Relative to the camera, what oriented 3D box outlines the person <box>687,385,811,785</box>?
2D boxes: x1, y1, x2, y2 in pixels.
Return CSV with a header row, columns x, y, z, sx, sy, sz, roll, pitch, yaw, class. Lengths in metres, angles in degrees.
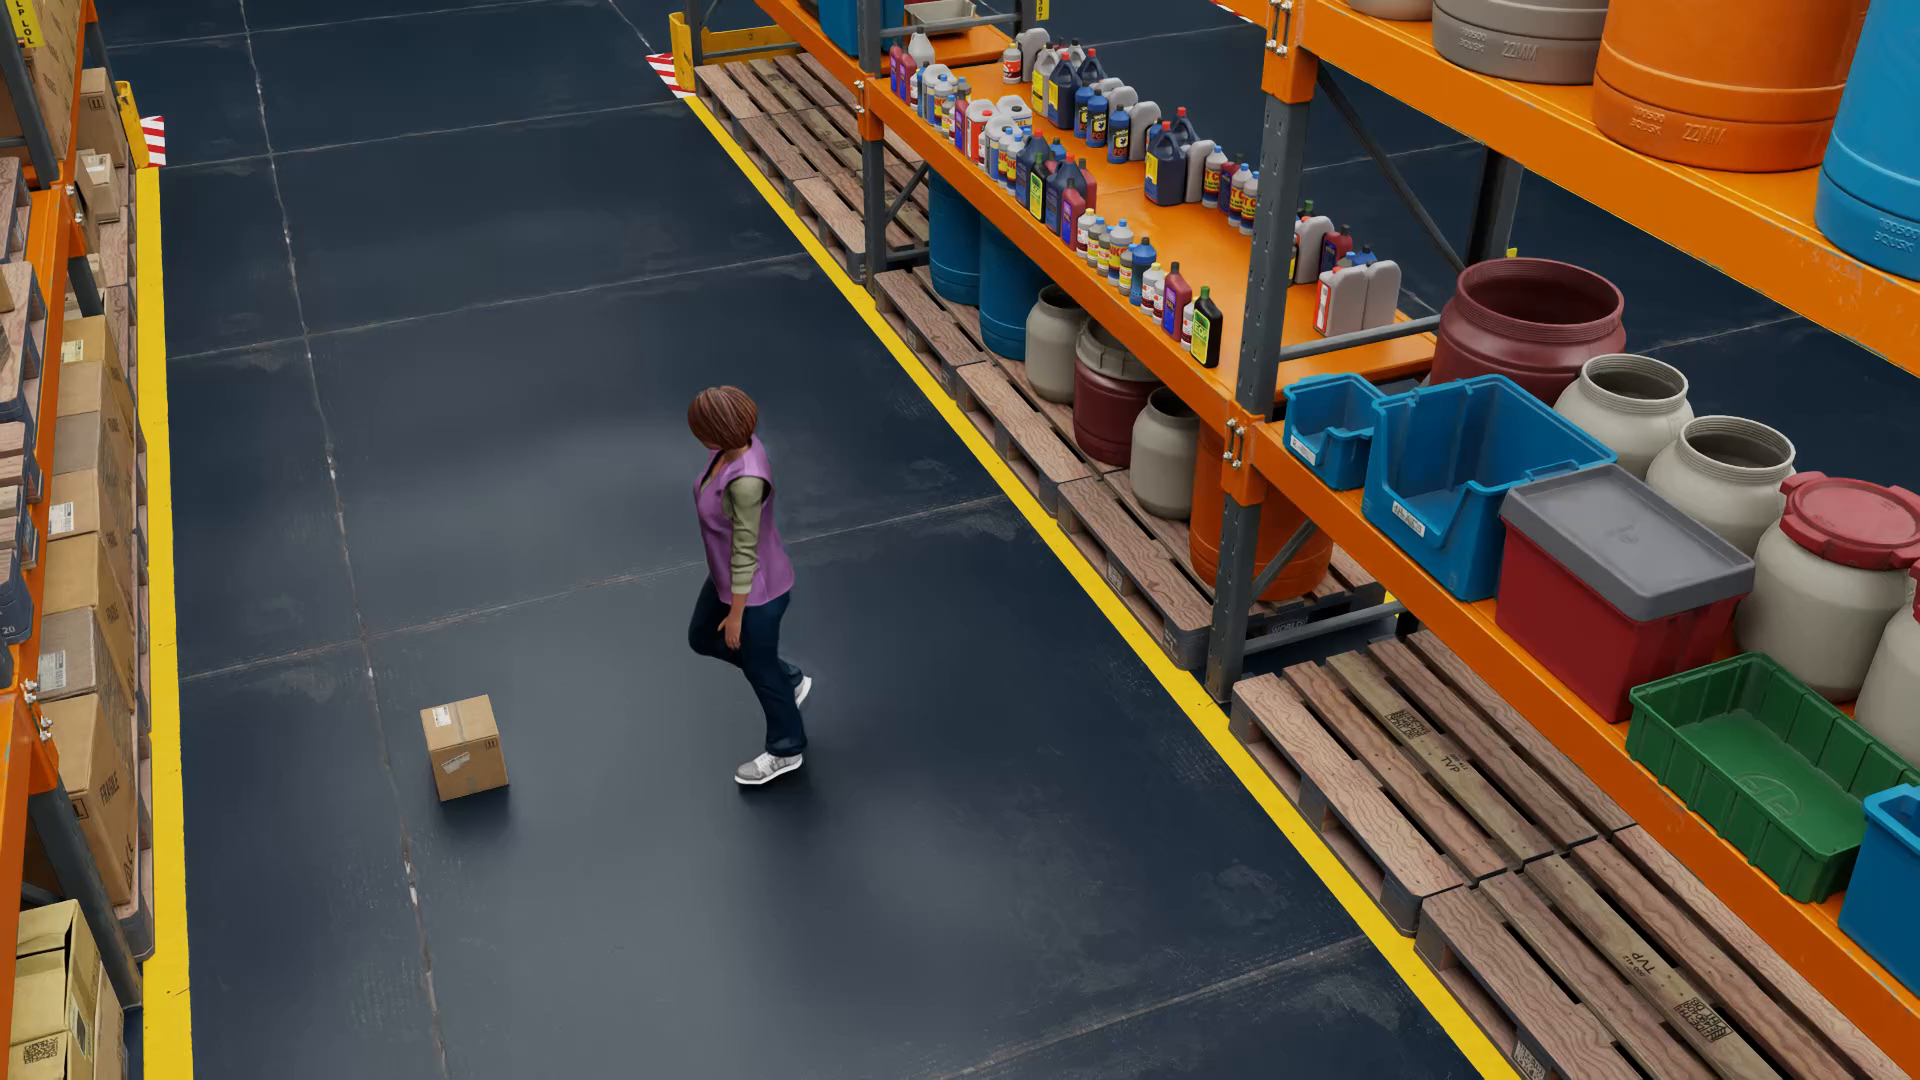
x,y,z,sx,sy,sz,roll,pitch,yaw,class
-0.747,0.153,5.886,0.441,1.594,0.450,-11,35,-16,person
